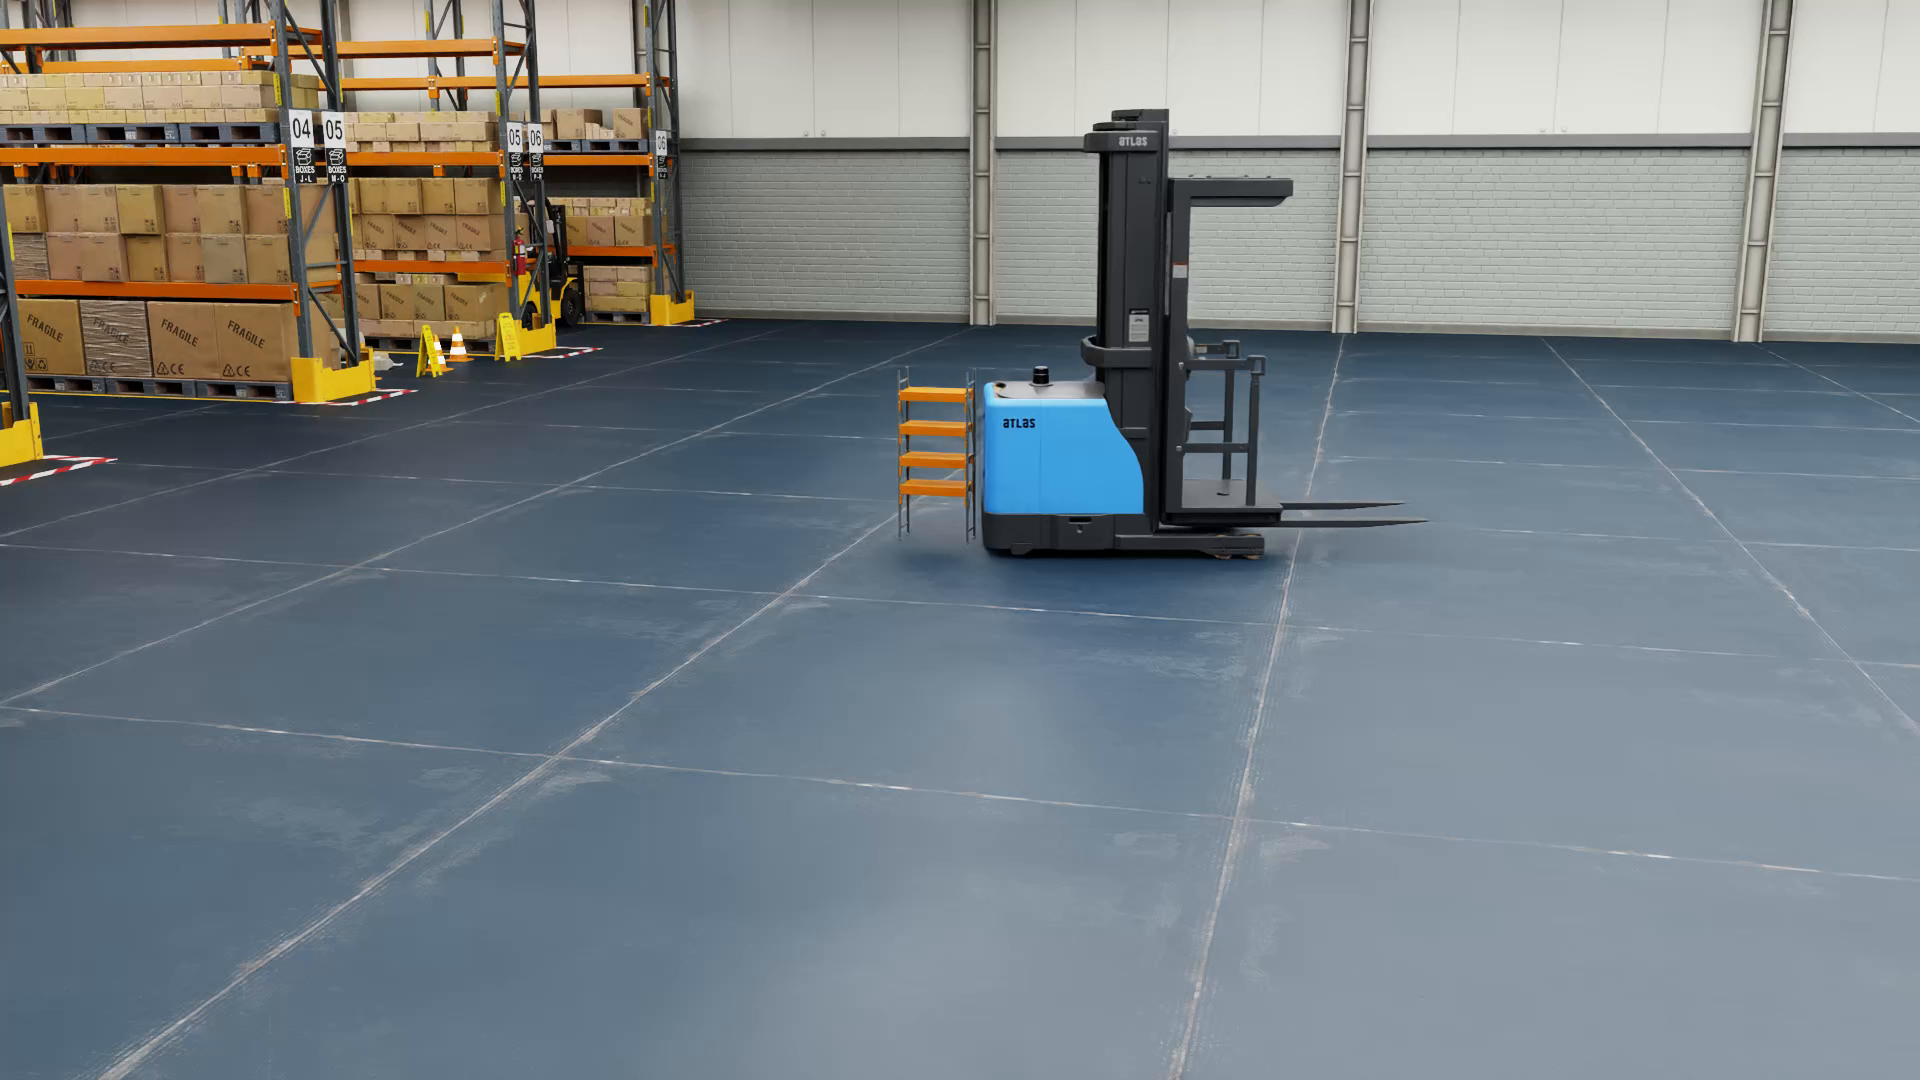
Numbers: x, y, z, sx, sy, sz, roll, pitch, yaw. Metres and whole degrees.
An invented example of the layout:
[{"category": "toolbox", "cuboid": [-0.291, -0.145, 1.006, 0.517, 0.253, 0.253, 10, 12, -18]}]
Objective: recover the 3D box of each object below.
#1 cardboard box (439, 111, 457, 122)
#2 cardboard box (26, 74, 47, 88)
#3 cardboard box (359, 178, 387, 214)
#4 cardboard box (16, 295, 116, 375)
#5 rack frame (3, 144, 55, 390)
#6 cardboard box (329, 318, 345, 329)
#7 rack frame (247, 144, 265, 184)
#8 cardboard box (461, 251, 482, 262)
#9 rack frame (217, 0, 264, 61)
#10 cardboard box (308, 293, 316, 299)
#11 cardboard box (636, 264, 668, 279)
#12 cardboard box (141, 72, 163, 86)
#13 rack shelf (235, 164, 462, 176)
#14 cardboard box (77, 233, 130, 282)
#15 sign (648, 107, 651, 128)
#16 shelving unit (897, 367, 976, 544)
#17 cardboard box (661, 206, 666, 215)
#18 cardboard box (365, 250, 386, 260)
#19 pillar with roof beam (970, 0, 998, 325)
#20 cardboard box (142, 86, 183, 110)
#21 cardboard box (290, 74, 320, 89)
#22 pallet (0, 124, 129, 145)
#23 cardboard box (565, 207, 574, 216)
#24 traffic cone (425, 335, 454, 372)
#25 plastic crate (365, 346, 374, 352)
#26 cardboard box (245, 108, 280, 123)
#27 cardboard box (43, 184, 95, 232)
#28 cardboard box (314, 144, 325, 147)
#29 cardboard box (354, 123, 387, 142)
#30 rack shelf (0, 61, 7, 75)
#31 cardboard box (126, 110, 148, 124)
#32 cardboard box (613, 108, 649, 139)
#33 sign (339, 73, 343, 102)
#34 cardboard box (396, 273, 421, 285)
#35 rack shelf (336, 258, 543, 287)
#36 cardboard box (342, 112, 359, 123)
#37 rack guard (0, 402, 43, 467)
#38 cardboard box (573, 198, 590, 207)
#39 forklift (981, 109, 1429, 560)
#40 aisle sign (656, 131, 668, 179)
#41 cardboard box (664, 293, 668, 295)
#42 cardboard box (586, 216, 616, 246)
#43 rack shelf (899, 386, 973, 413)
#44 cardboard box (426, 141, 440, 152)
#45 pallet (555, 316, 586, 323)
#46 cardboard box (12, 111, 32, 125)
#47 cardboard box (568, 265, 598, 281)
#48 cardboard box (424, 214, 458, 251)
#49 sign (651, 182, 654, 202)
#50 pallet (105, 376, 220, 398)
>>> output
[{"category": "cardboard box", "cuboid": [-7.051, -5.897, 23.203, 0.250, 0.149, 0.380, 3, 13, 13]}, {"category": "cardboard box", "cuboid": [-10.365, -5.210, 18.903, 0.250, 0.149, 0.380, 3, 13, 13]}, {"category": "cardboard box", "cuboid": [-8.168, -4.931, 23.806, 0.500, 0.500, 0.700, 3, 13, 13]}, {"category": "cardboard box", "cuboid": [-10.536, -2.462, 19.840, 0.875, 0.875, 0.875, 3, 13, 14]}, {"category": "rack frame", "cuboid": [-11.130, -3.341, 19.869, 0.127, 3.000, 1.000, 3, 13, 14]}, {"category": "cardboard box", "cuboid": [-9.013, -3.137, 24.329, 0.500, 0.250, 0.500, 4, 13, 17]}, {"category": "rack frame", "cuboid": [-10.042, -4.388, 24.584, 0.127, 3.000, 1.000, 3, 13, 14]}, {"category": "cardboard box", "cuboid": [-6.846, -4.022, 23.515, 0.250, 0.149, 0.380, 3, 13, 13]}, {"category": "rack frame", "cuboid": [-12.740, -8.568, 29.576, 0.127, 3.000, 1.000, 3, 13, 14]}, {"category": "cardboard box", "cuboid": [-9.534, -3.529, 24.362, 0.500, 0.500, 0.500, 4, 13, 16]}, {"category": "cardboard box", "cuboid": [-5.395, -4.640, 28.790, 0.500, 0.250, 0.500, 3, 13, 13]}, {"category": "cardboard box", "cuboid": [-8.890, -5.131, 18.548, 0.250, 0.149, 0.380, 3, 13, 13]}, {"category": "rack shelf", "cuboid": [-10.799, -6.649, 29.511, 4.000, 0.370, 1.077, 3, 13, 14]}, {"category": "cardboard box", "cuboid": [-9.734, -3.321, 19.433, 0.550, 0.550, 0.875, 3, 13, 14]}, {"category": "sign", "cuboid": [-5.117, -6.969, 27.431, 0.005, 0.325, 0.100, 3, 13, 14]}, {"category": "shelving unit", "cuboid": [-0.161, -0.594, 11.643, 0.503, 1.200, 0.258, 3, 13, 14]}, {"category": "cardboard box", "cuboid": [-5.240, -5.662, 28.598, 0.250, 0.149, 0.380, 3, 13, 12]}, {"category": "cardboard box", "cuboid": [-8.322, -4.106, 23.893, 0.250, 0.149, 0.380, 3, 13, 13]}, {"category": "pillar with roof beam", "cuboid": [-0.640, -7.162, 23.238, 0.400, 9.000, 9.100, 3, 13, 14]}, {"category": "cardboard box", "cuboid": [-8.762, -4.943, 18.622, 0.500, 0.250, 0.500, 3, 13, 13]}, {"category": "cardboard box", "cuboid": [-7.495, -5.203, 18.873, 0.250, 0.149, 0.380, 3, 13, 14]}, {"category": "pallet", "cuboid": [-10.339, -4.718, 19.352, 1.213, 0.211, 1.003, 3, 13, 14]}, {"category": "cardboard box", "cuboid": [-6.628, -5.610, 28.366, 0.250, 0.149, 0.380, 3, 13, 14]}, {"category": "traffic cone", "cuboid": [-6.821, -2.441, 21.670, 0.334, 0.463, 0.336, 3, 13, 14]}, {"category": "plastic crate", "cuboid": [-8.715, -2.708, 23.756, 0.583, 0.080, 0.402, -1, 13, -6]}, {"category": "cardboard box", "cuboid": [-7.651, -4.675, 18.336, 0.250, 0.149, 0.380, 3, 13, 13]}, {"category": "cardboard box", "cuboid": [-10.219, -3.911, 19.598, 0.550, 0.550, 0.875, 3, 13, 14]}, {"category": "cardboard box", "cuboid": [-9.057, -5.625, 23.818, 0.250, 0.149, 0.380, 3, 13, 15]}, {"category": "cardboard box", "cuboid": [-8.204, -5.764, 23.524, 0.500, 0.250, 0.500, 3, 13, 14]}, {"category": "rack shelf", "cuboid": [-15.868, -7.081, 25.459, 4.000, 0.370, 1.077, 3, 13, 14]}, {"category": "cardboard box", "cuboid": [-9.131, -4.755, 18.693, 0.250, 0.149, 0.380, 3, 13, 14]}, {"category": "cardboard box", "cuboid": [-5.461, -6.963, 27.835, 0.500, 0.500, 0.500, 3, 13, 15]}, {"category": "sign", "cuboid": [-7.108, -5.180, 19.030, 0.005, 0.325, 0.100, 3, 13, 14]}, {"category": "cardboard box", "cuboid": [-7.870, -3.745, 23.837, 0.250, 0.149, 0.380, 4, 13, 16]}, {"category": "rack shelf", "cuboid": [-8.101, -3.933, 24.194, 4.000, 0.370, 1.077, 3, 13, 14]}, {"category": "cardboard box", "cuboid": [-8.537, -5.978, 23.565, 0.250, 0.149, 0.380, 3, 13, 13]}, {"category": "rack guard", "cuboid": [-8.607, -0.880, 14.544, 0.348, 0.500, 1.175, 3, 13, 14]}, {"category": "cardboard box", "cuboid": [-6.382, -5.742, 28.273, 0.250, 0.149, 0.380, 3, 13, 15]}, {"category": "forklift", "cuboid": [1.672, -1.416, 11.347, 3.031, 2.935, 1.130, 0, 13, 0]}, {"category": "aisle sign", "cuboid": [-4.980, -6.428, 27.779, 0.004, 0.787, 0.394, 3, 13, 14]}, {"category": "cardboard box", "cuboid": [-5.403, -4.153, 28.907, 0.500, 0.250, 0.500, 3, 13, 14]}, {"category": "cardboard box", "cuboid": [-6.016, -5.272, 28.340, 0.500, 0.500, 0.500, 3, 13, 15]}, {"category": "rack shelf", "cuboid": [-0.161, -0.978, 11.557, 0.480, 0.148, 0.258, 3, 13, 14]}, {"category": "cardboard box", "cuboid": [-7.302, -5.536, 23.413, 0.250, 0.149, 0.380, 3, 13, 14]}, {"category": "pallet", "cuboid": [-6.907, -3.957, 29.083, 1.213, 0.211, 1.003, 3, 13, 14]}, {"category": "cardboard box", "cuboid": [-10.606, -4.834, 19.049, 0.250, 0.149, 0.380, 3, 13, 14]}, {"category": "cardboard box", "cuboid": [-6.485, -4.582, 28.533, 0.500, 0.250, 0.500, 3, 13, 14]}, {"category": "cardboard box", "cuboid": [-7.237, -4.371, 23.593, 0.500, 0.500, 0.500, 3, 13, 14]}, {"category": "sign", "cuboid": [-5.117, -5.792, 27.692, 0.005, 0.325, 0.100, 3, 13, 14]}, {"category": "pallet", "cuboid": [-9.223, -1.861, 19.636, 1.213, 0.211, 1.003, 3, 13, 14]}]
